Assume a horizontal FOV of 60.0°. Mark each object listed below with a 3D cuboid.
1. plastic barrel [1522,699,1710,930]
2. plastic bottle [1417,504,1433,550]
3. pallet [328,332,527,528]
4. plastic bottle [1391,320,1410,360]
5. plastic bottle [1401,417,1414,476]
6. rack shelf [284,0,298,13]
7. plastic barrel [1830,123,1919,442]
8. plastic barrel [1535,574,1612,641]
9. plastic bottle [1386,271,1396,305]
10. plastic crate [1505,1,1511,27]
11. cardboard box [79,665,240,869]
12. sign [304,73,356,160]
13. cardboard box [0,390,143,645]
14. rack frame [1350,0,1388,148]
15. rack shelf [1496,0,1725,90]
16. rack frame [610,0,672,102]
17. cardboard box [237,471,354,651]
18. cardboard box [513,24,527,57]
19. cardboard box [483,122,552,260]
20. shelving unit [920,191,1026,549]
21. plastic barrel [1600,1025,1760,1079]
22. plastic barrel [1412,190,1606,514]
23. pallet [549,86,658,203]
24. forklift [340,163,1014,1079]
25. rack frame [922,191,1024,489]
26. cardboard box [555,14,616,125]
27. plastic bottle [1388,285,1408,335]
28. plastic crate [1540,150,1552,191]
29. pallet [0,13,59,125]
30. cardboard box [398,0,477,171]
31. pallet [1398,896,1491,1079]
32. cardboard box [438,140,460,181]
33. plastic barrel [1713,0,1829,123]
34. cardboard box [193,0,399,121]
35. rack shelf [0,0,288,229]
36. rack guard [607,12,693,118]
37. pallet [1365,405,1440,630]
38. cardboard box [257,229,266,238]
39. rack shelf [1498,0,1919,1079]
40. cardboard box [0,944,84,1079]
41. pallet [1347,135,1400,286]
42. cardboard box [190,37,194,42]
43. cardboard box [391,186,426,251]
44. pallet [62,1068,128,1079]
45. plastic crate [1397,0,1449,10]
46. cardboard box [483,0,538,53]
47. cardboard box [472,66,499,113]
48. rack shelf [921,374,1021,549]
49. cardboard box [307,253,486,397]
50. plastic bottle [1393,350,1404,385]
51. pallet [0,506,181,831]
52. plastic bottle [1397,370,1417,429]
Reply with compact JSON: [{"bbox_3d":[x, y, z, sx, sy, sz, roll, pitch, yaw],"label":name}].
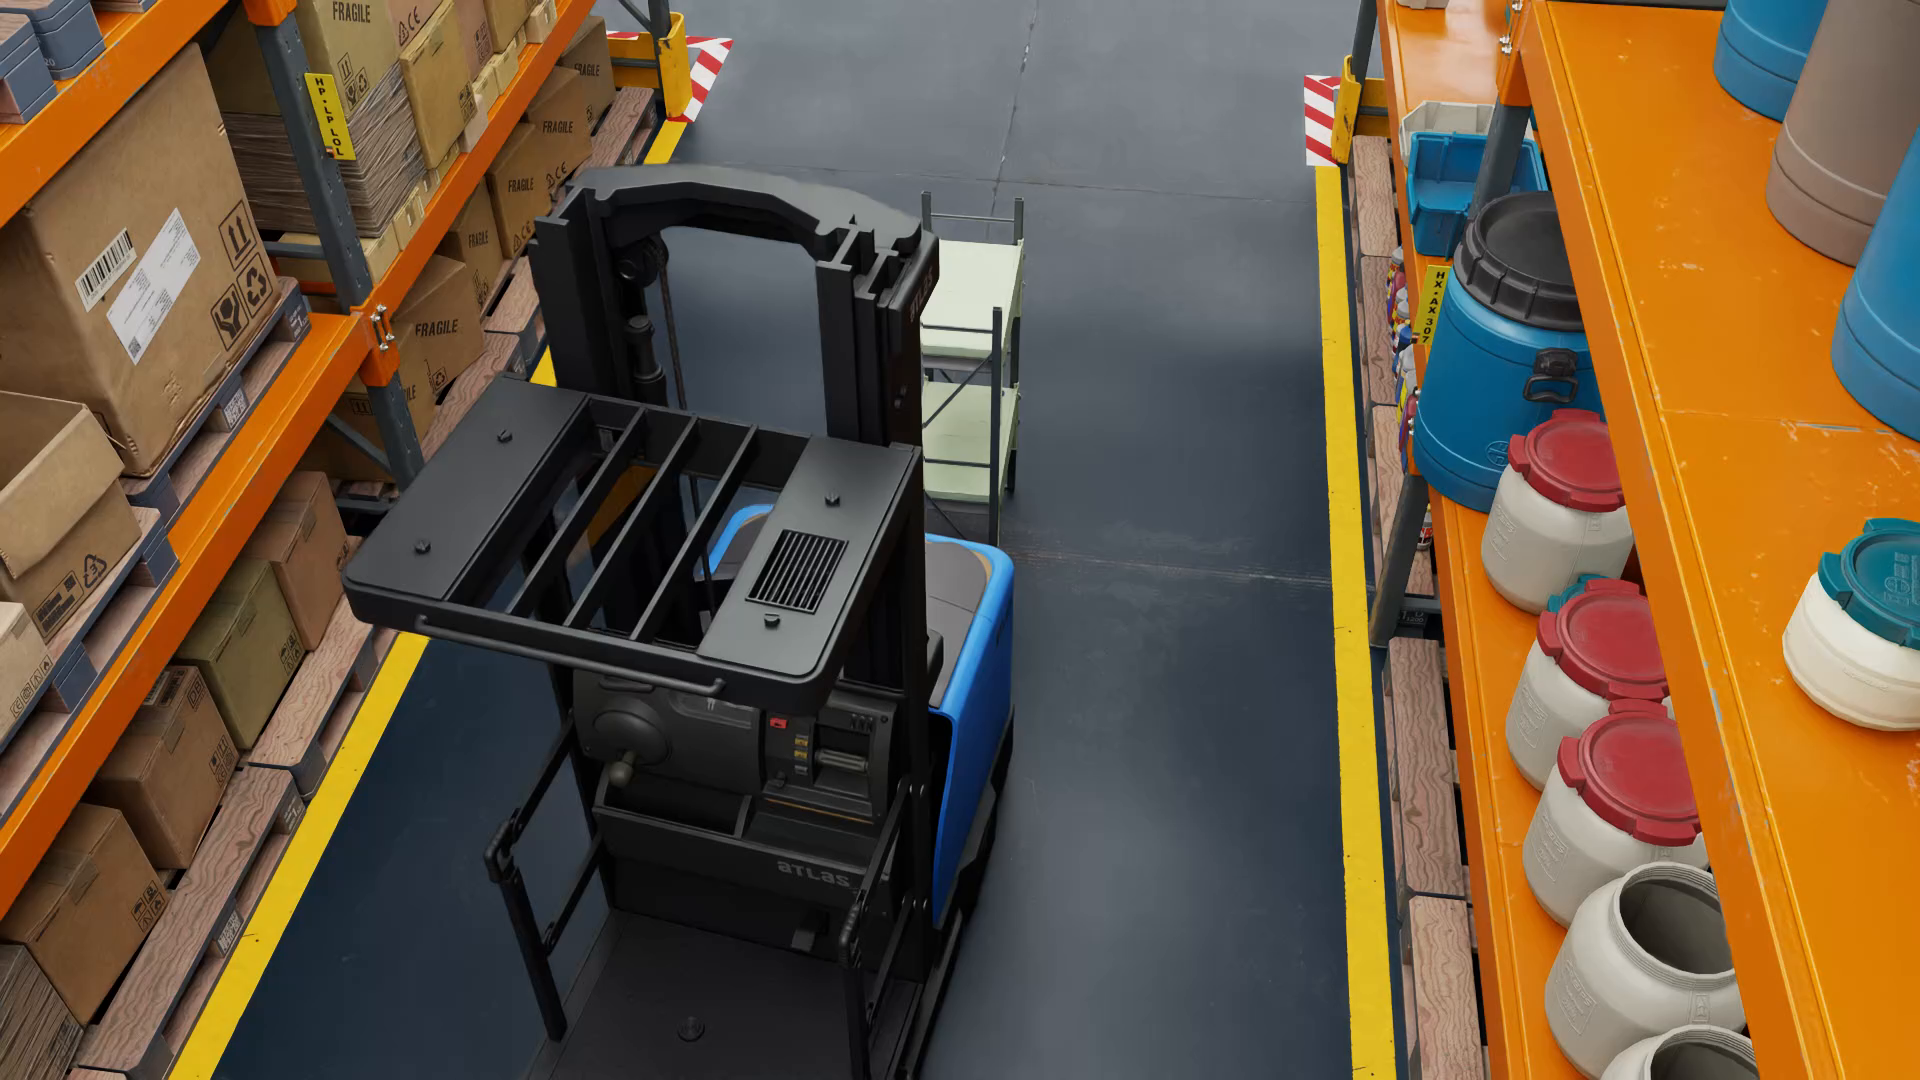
[{"bbox_3d":[1.674,0.732,4.196,0.433,0.535,0.433,0,43,0],"label":"plastic barrel"},{"bbox_3d":[1.911,-0.065,6.852,0.097,0.201,0.097,0,43,0],"label":"plastic bottle"},{"bbox_3d":[-2.684,-0.544,7.671,1.003,0.211,1.213,5,44,6],"label":"pallet"},{"bbox_3d":[2.081,-0.938,7.775,0.097,0.201,0.097,0,43,0],"label":"plastic bottle"},{"bbox_3d":[1.997,-0.439,7.139,0.144,0.351,0.185,3,44,3],"label":"plastic bottle"},{"bbox_3d":[-2.473,-3.287,6.881,1.077,0.370,4.000,5,44,6],"label":"rack shelf"},{"bbox_3d":[2.147,-0.659,3.218,0.600,0.901,0.708,5,44,6],"label":"plastic barrel"},{"bbox_3d":[1.845,0.293,4.860,0.301,0.262,0.301,0,43,0],"label":"plastic barrel"},{"bbox_3d":[2.139,-1.237,8.090,0.097,0.201,0.097,0,43,0],"label":"plastic bottle"},{"bbox_3d":[2.840,-2.507,7.824,0.499,0.251,0.408,5,44,6],"label":"plastic crate"},{"bbox_3d":[-2.995,0.774,5.749,0.700,0.500,0.500,2,43,2],"label":"cardboard box"},{"bbox_3d":[-2.187,-1.468,5.777,0.100,0.325,0.005,5,44,6],"label":"sign"},{"bbox_3d":[-2.875,-0.096,4.789,0.797,0.503,0.637,9,44,10],"label":"cardboard box"},{"bbox_3d":[2.701,-3.371,8.629,1.000,3.000,0.127,5,44,6],"label":"rack frame"},{"bbox_3d":[2.437,-2.836,6.405,1.077,0.370,4.000,5,44,6],"label":"rack shelf"},{"bbox_3d":[-2.209,-3.822,9.104,1.000,3.000,0.127,5,44,6],"label":"rack frame"},{"bbox_3d":[-2.840,0.069,6.494,0.700,0.500,0.500,2,43,2],"label":"cardboard box"},{"bbox_3d":[-2.238,-2.322,7.703,0.380,0.149,0.250,5,44,6],"label":"cardboard box"},{"bbox_3d":[-2.454,-1.807,8.489,0.500,0.500,0.500,9,44,9],"label":"cardboard box"},{"bbox_3d":[0.001,-0.549,6.739,0.431,1.500,0.755,5,44,6],"label":"shelving unit"},{"bbox_3d":[1.568,1.320,3.593,0.421,0.512,0.421,0,43,0],"label":"plastic barrel"},{"bbox_3d":[1.821,-0.592,5.329,0.600,0.901,0.708,5,44,6],"label":"plastic barrel"},{"bbox_3d":[-2.361,-2.207,9.427,1.003,0.211,1.213,5,44,6],"label":"pallet"},{"bbox_3d":[-0.689,0.632,4.450,1.130,2.935,3.031,11,45,11],"label":"forklift"},{"bbox_3d":[0.049,-0.799,7.003,0.400,1.500,0.023,5,44,6],"label":"rack frame"},{"bbox_3d":[-2.308,-2.642,9.372,0.500,0.500,0.500,13,45,13],"label":"cardboard box"},{"bbox_3d":[2.107,-1.100,7.894,0.097,0.271,0.097,0,43,0],"label":"plastic bottle"},{"bbox_3d":[2.631,-1.468,6.773,0.450,0.188,0.662,5,44,6],"label":"plastic crate"},{"bbox_3d":[-3.059,-0.998,4.078,1.213,0.211,1.003,5,44,6],"label":"pallet"},{"bbox_3d":[-2.516,-1.879,6.763,0.875,0.500,0.500,5,44,6],"label":"cardboard box"},{"bbox_3d":[1.948,1.740,5.259,1.003,0.211,1.213,5,44,6],"label":"pallet"},{"bbox_3d":[-2.336,-1.637,6.980,0.380,0.149,0.250,5,44,6],"label":"cardboard box"},{"bbox_3d":[2.320,-1.550,4.159,0.600,0.901,0.708,5,44,6],"label":"plastic barrel"},{"bbox_3d":[-2.426,-1.887,6.044,0.500,0.500,0.500,5,44,6],"label":"cardboard box"},{"bbox_3d":[-3.002,-0.561,4.002,1.077,0.370,4.000,5,44,6],"label":"rack shelf"},{"bbox_3d":[-2.219,-2.862,9.909,1.175,0.500,0.348,5,44,6],"label":"rack guard"},{"bbox_3d":[2.302,-0.087,7.188,1.003,0.211,1.213,5,44,6],"label":"pallet"},{"bbox_3d":[-2.958,-1.347,6.674,0.380,0.149,0.250,5,44,6],"label":"cardboard box"},{"bbox_3d":[1.908,-0.110,3.526,1.077,0.370,4.000,5,44,6],"label":"rack shelf"},{"bbox_3d":[-3.137,1.541,4.939,0.700,0.500,0.500,2,43,2],"label":"cardboard box"},{"bbox_3d":[2.625,-1.750,8.944,1.003,0.211,1.213,5,44,6],"label":"pallet"},{"bbox_3d":[-2.951,-1.935,6.095,0.500,0.500,0.500,5,44,6],"label":"cardboard box"},{"bbox_3d":[-2.365,-1.293,6.616,0.380,0.149,0.250,5,44,6],"label":"cardboard box"},{"bbox_3d":[-3.161,2.111,4.867,1.003,0.211,1.213,5,44,6],"label":"pallet"},{"bbox_3d":[2.264,-2.695,8.106,0.298,0.136,0.250,5,44,6],"label":"plastic crate"},{"bbox_3d":[-2.442,-2.565,7.489,0.875,0.500,0.500,5,44,6],"label":"cardboard box"},{"bbox_3d":[-2.270,-1.978,7.340,0.380,0.149,0.250,5,44,6],"label":"cardboard box"},{"bbox_3d":[0.001,-0.312,6.963,0.431,0.370,0.720,5,44,6],"label":"rack shelf"},{"bbox_3d":[-2.577,-1.000,7.638,0.500,0.500,0.500,19,46,19],"label":"cardboard box"},{"bbox_3d":[2.054,-0.798,7.627,0.097,0.201,0.097,0,43,0],"label":"plastic bottle"},{"bbox_3d":[-3.045,0.347,4.841,1.003,0.211,1.213,5,44,6],"label":"pallet"},{"bbox_3d":[2.040,-0.659,7.371,0.144,0.351,0.185,5,44,5],"label":"plastic bottle"}]
